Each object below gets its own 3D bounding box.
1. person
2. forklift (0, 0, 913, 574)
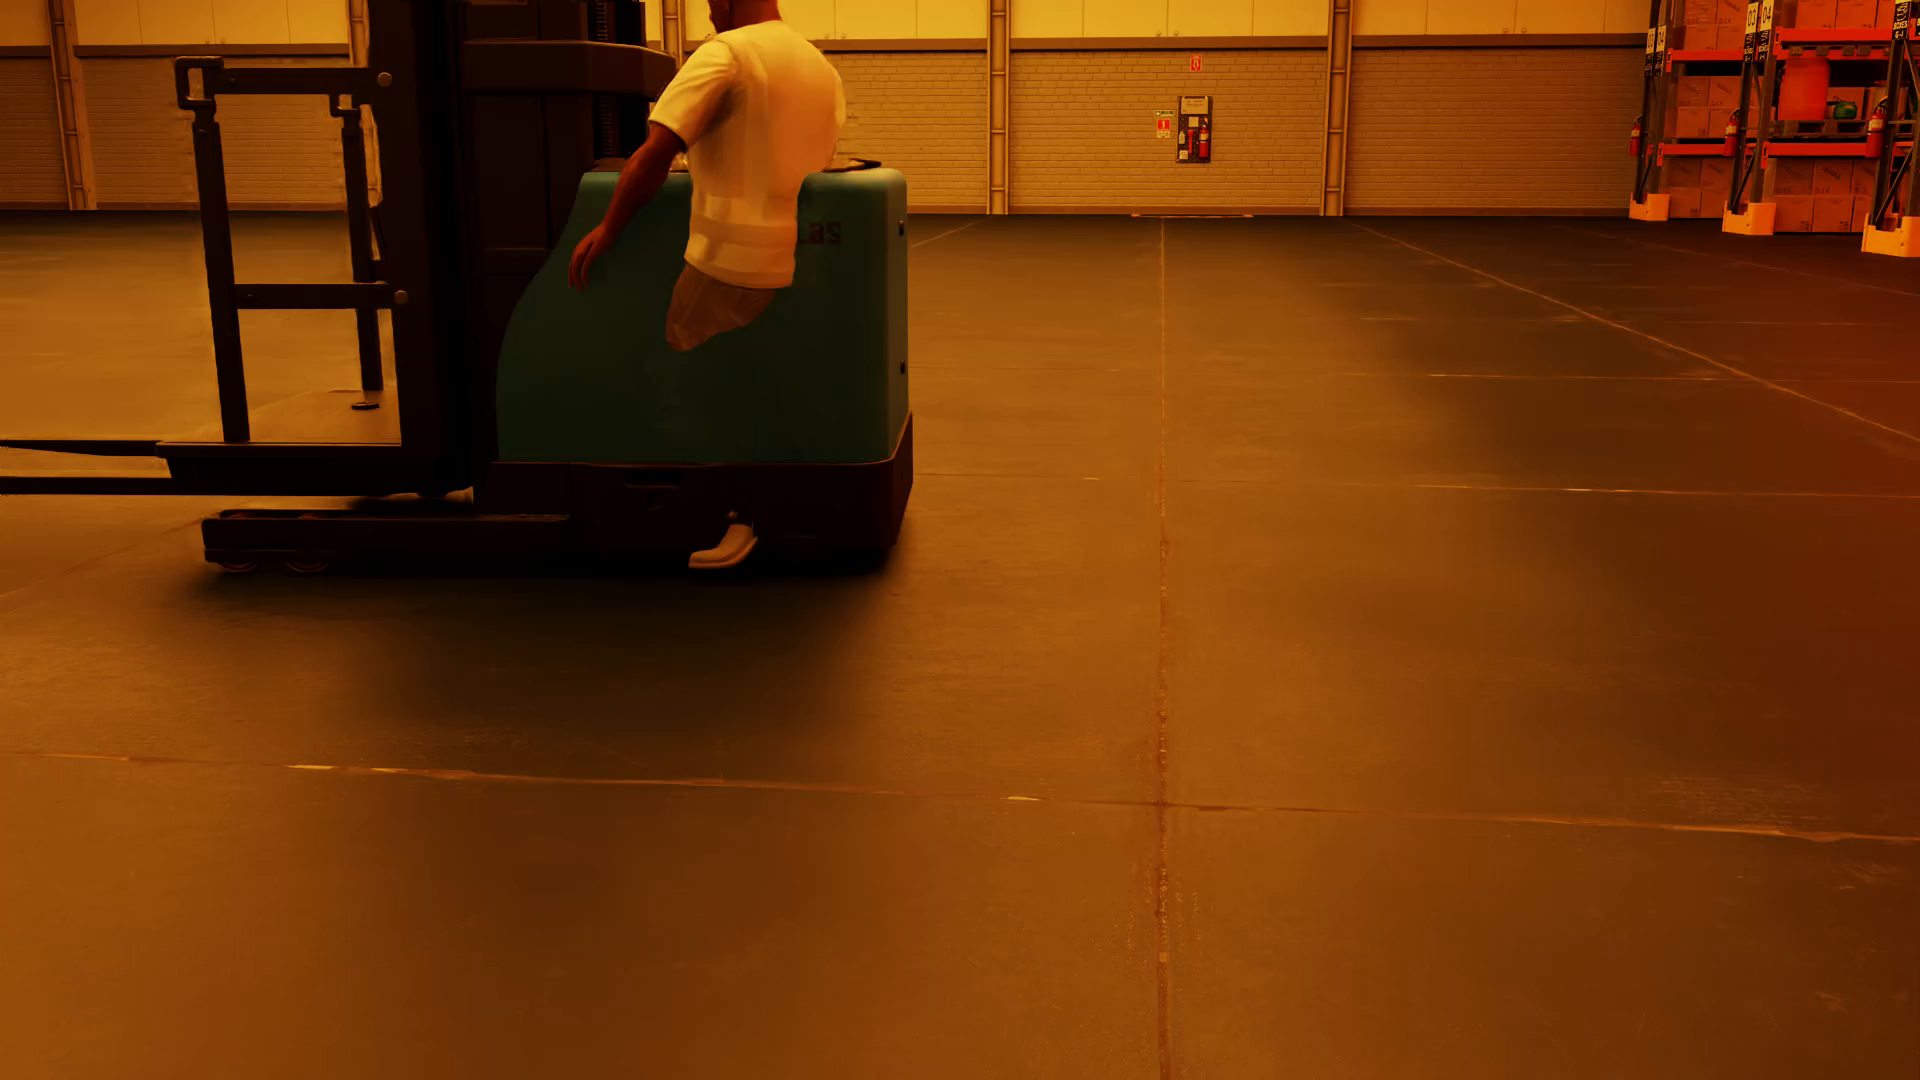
[{"bbox_3d":[-0.669,-0.787,4.532,0.657,1.665,0.872,10,16,36],"label":"person"},{"bbox_3d":[-1.681,-1.455,4.732,3.031,2.935,1.130,0,13,2],"label":"forklift"}]
